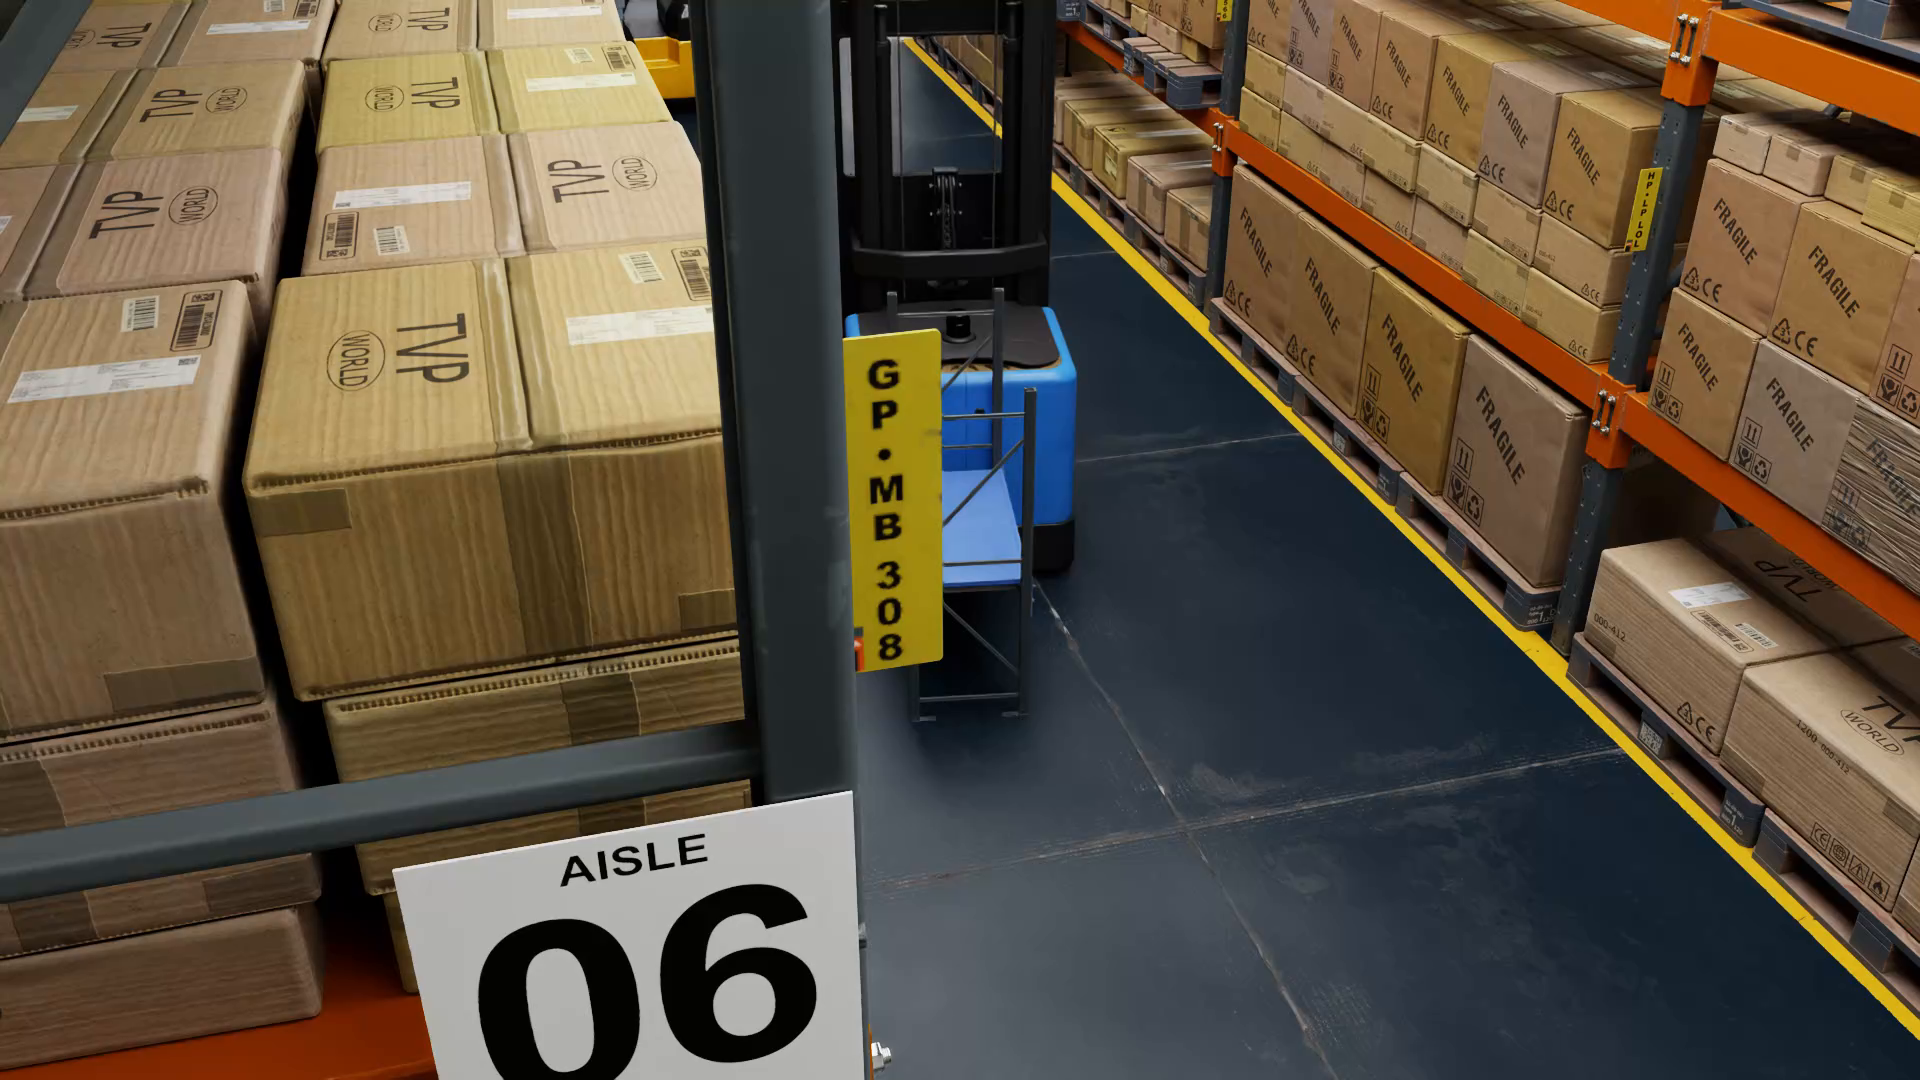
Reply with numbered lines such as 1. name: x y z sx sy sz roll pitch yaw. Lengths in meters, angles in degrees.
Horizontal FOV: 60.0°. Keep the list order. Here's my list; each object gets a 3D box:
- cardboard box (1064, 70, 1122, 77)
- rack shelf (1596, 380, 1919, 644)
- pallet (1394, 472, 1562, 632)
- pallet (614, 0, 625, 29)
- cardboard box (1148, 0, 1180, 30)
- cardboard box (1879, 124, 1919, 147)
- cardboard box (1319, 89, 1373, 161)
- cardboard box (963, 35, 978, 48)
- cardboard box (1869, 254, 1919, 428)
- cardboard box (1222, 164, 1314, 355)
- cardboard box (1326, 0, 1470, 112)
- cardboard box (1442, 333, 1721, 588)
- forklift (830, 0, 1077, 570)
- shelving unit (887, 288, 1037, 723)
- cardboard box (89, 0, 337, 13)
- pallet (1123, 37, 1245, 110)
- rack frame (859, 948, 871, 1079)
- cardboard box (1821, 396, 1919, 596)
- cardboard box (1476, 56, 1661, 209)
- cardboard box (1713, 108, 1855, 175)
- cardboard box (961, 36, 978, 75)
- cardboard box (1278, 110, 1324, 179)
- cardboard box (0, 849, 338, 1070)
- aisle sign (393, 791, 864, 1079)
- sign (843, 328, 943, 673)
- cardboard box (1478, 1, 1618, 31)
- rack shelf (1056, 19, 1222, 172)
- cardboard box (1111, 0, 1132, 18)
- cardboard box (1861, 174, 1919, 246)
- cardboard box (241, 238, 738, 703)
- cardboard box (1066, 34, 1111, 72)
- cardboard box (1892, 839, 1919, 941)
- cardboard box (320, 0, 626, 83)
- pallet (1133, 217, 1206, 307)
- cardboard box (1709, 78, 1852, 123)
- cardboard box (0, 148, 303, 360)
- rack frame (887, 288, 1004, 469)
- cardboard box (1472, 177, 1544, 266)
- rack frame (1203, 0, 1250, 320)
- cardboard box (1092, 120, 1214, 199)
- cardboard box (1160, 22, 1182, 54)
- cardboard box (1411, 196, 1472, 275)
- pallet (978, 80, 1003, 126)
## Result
1. cardboard box: 1.116 -4.047 14.573 0.500 0.250 0.500 -9 31 -16
2. rack shelf: 3.666 0.407 5.271 1.077 0.370 4.000 -8 31 -13
3. pallet: 2.858 -0.026 8.085 1.003 0.211 1.213 -8 31 -13
4. pallet: -1.755 -1.750 5.472 1.213 0.211 1.003 -8 31 -13
5. cardboard box: 1.537 -3.587 10.637 0.500 0.500 0.500 -8 31 -14
6. cardboard box: 3.489 -1.379 5.893 0.380 0.149 0.250 -7 31 -12
7. cardboard box: 2.227 -2.184 8.680 0.500 0.250 0.500 -8 31 -13
8. cardboard box: 0.323 -4.792 15.112 0.500 0.500 0.500 -6 31 -11
9. cardboard box: 3.282 -0.591 5.178 0.500 0.500 0.500 -7 31 -12
10. cardboard box: 2.177 -1.720 9.929 0.875 0.875 0.875 -8 31 -14
11. cardboard box: 2.232 -2.517 8.507 0.500 0.500 0.500 -7 31 -12
12. cardboard box: 2.894 -0.421 7.686 0.875 0.875 0.875 -7 31 -12
13. forklift: -0.116 -1.806 8.444 1.130 2.935 3.031 -3 30 -5
14. shelving unit: -0.011 -0.158 7.026 0.538 1.500 1.048 -3 30 -5
15. cardboard box: -1.505 -1.017 3.372 0.500 0.250 0.500 -8 31 -14
16. pallet: 1.782 -3.049 10.715 1.213 0.211 1.003 -8 31 -13
17. rack frame: -0.587 1.723 2.278 1.000 3.000 0.127 -8 31 -13
18. cardboard box: 3.263 -0.168 5.445 0.500 0.500 0.500 -8 31 -13
19. cardboard box: 2.630 -1.778 7.229 0.500 0.500 0.500 -7 31 -12
20. cardboard box: 2.969 -1.440 5.998 0.380 0.149 0.250 -8 31 -14
21. cardboard box: 0.315 -4.478 15.318 0.500 0.250 0.500 -7 31 -13
22. cardboard box: 2.114 -2.222 9.244 0.500 0.250 0.500 -9 31 -15
23. cardboard box: -0.895 0.410 1.804 0.380 0.149 0.250 -7 31 -12
24. aisle sign: -0.286 0.592 1.638 0.394 0.787 0.004 -8 31 -13
25. sign: -0.064 -0.025 1.433 0.100 0.325 0.005 -8 31 -13
26. cardboard box: 2.860 -2.331 8.184 0.500 0.500 0.500 -8 31 -14
27. rack shelf: 1.543 -3.457 11.946 1.077 0.370 4.000 -8 31 -13
28. cardboard box: 1.272 -3.740 11.549 0.380 0.149 0.250 -9 31 -15
29. cardboard box: 3.168 -1.072 5.363 0.380 0.149 0.250 -8 31 -14
30. cardboard box: -0.463 -0.103 1.793 0.500 0.250 0.500 -8 31 -14
31. cardboard box: 1.116 -4.371 14.385 0.500 0.500 0.500 -6 31 -11
32. cardboard box: 3.675 1.242 5.248 0.875 0.438 0.875 -7 31 -12
33. cardboard box: -0.872 -0.837 3.061 0.500 0.250 0.500 -7 31 -12
34. pallet: 1.868 -1.973 11.448 1.003 0.211 1.213 -8 31 -13
35. cardboard box: 3.296 -1.597 6.917 0.500 0.500 0.500 -7 31 -13
36. cardboard box: -1.112 -0.284 2.106 0.500 0.250 0.500 -9 31 -15
37. rack frame: -0.061 -0.411 7.464 0.500 1.500 0.032 -3 30 -5
38. cardboard box: 2.644 -1.443 7.399 0.500 0.250 0.500 -7 31 -12
39. rack frame: 2.074 -2.802 10.097 1.000 3.000 0.127 -8 31 -13
40. cardboard box: 1.534 -2.843 12.372 0.950 0.372 0.625 -7 31 -12
41. cardboard box: 1.509 -3.238 10.681 0.380 0.149 0.250 -8 31 -14
42. cardboard box: 2.524 -1.481 7.964 0.500 0.250 0.500 -9 31 -15
43. pallet: 0.800 -3.847 14.686 1.003 0.211 1.213 -8 31 -13
